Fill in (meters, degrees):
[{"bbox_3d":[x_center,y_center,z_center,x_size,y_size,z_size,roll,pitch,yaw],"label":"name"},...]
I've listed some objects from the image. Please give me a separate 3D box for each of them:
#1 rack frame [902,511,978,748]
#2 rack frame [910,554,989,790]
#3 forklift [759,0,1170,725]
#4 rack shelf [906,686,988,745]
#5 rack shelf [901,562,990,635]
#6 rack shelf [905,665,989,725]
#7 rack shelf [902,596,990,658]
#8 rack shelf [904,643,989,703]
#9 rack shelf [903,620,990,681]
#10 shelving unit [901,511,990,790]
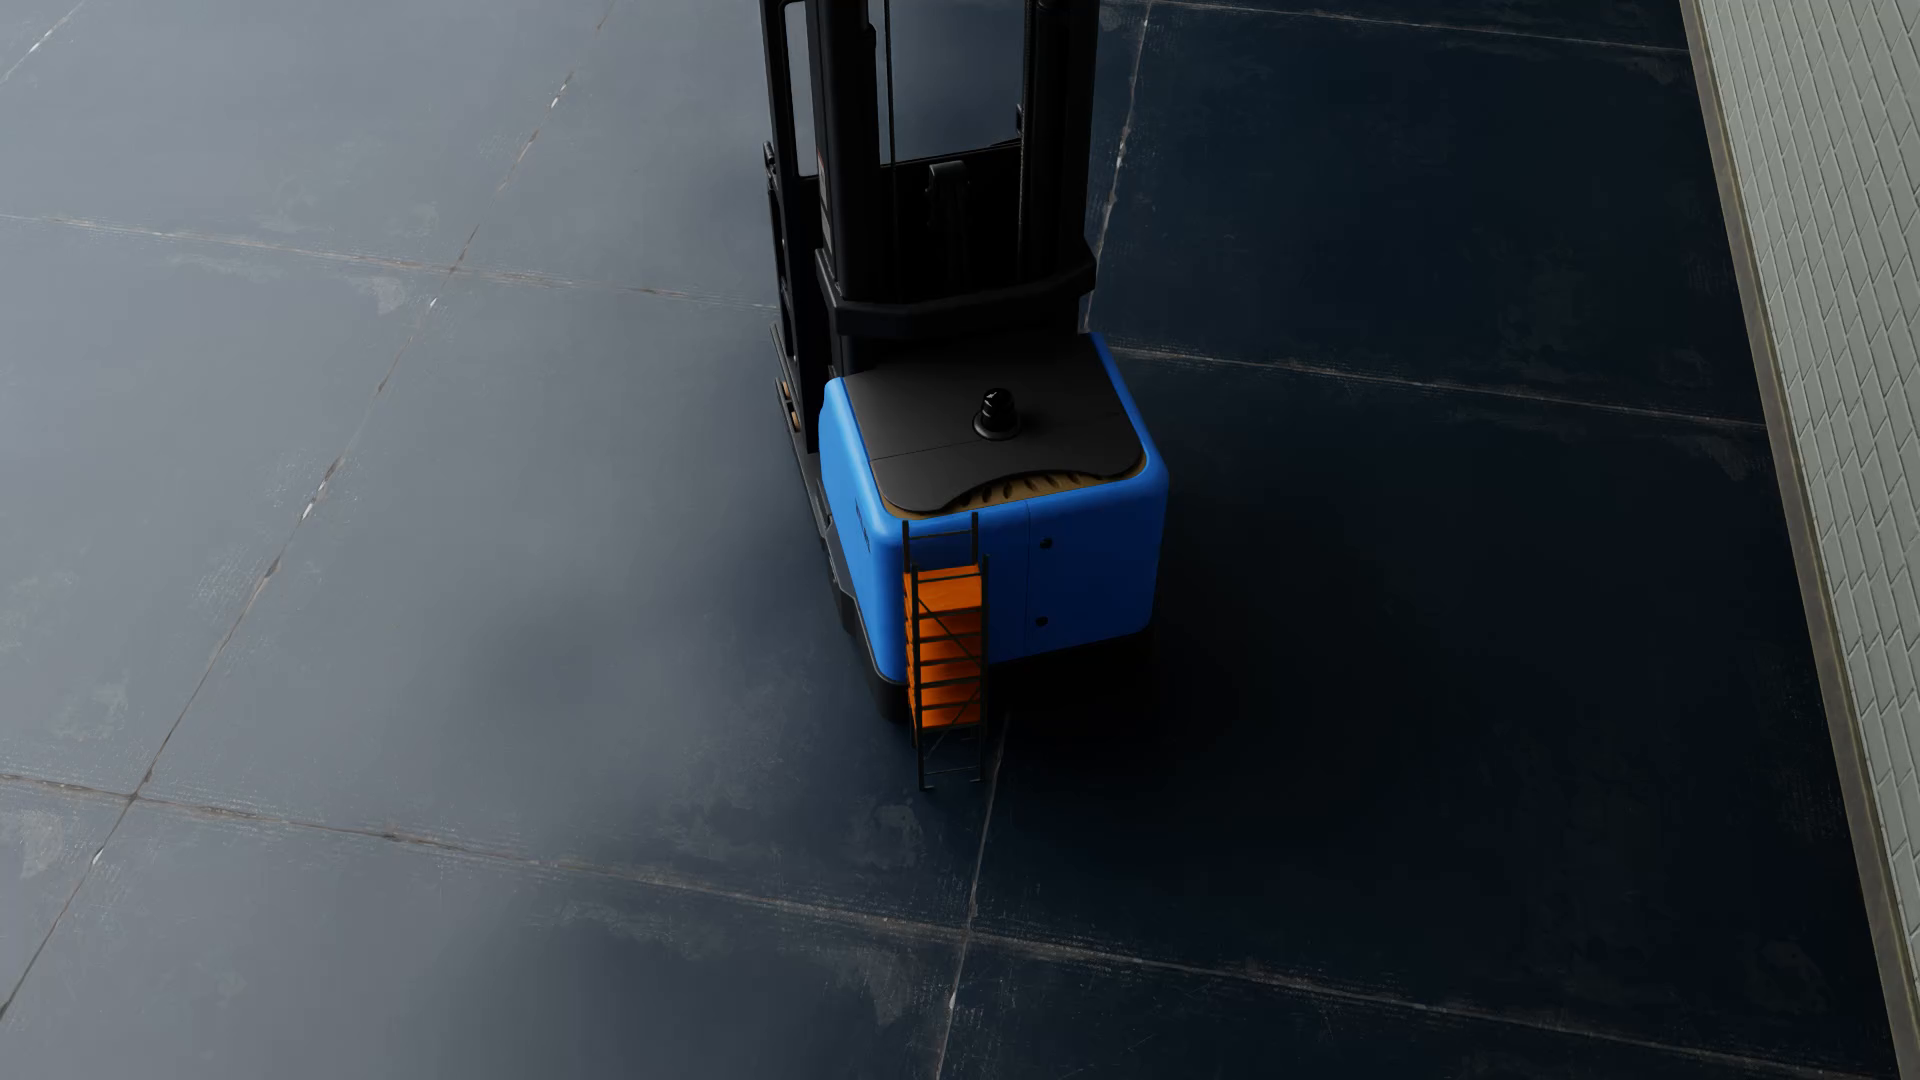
[{"bbox_3d":[-0.061,0.334,5.616,0.240,1.200,0.006,-7,48,-6],"label":"rack frame"},{"bbox_3d":[-0.030,0.466,5.493,0.240,1.200,0.006,-7,48,-6],"label":"rack frame"},{"bbox_3d":[-0.164,-1.432,6.038,1.130,2.935,3.031,-11,49,-10],"label":"forklift"},{"bbox_3d":[-0.045,0.593,5.764,0.258,0.103,0.180,-7,48,-6],"label":"rack shelf"},{"bbox_3d":[-0.046,0.186,5.322,0.258,0.103,0.180,-7,48,-6],"label":"rack shelf"},{"bbox_3d":[-0.045,0.511,5.675,0.258,0.103,0.180,-7,48,-6],"label":"rack shelf"},{"bbox_3d":[-0.046,0.268,5.411,0.258,0.103,0.180,-7,48,-6],"label":"rack shelf"},{"bbox_3d":[-0.045,0.430,5.587,0.258,0.103,0.180,-7,48,-6],"label":"rack shelf"},{"bbox_3d":[-0.046,0.349,5.499,0.258,0.103,0.180,-7,48,-6],"label":"rack shelf"},{"bbox_3d":[-0.046,0.400,5.554,0.258,1.200,0.189,-7,48,-6],"label":"shelving unit"}]
